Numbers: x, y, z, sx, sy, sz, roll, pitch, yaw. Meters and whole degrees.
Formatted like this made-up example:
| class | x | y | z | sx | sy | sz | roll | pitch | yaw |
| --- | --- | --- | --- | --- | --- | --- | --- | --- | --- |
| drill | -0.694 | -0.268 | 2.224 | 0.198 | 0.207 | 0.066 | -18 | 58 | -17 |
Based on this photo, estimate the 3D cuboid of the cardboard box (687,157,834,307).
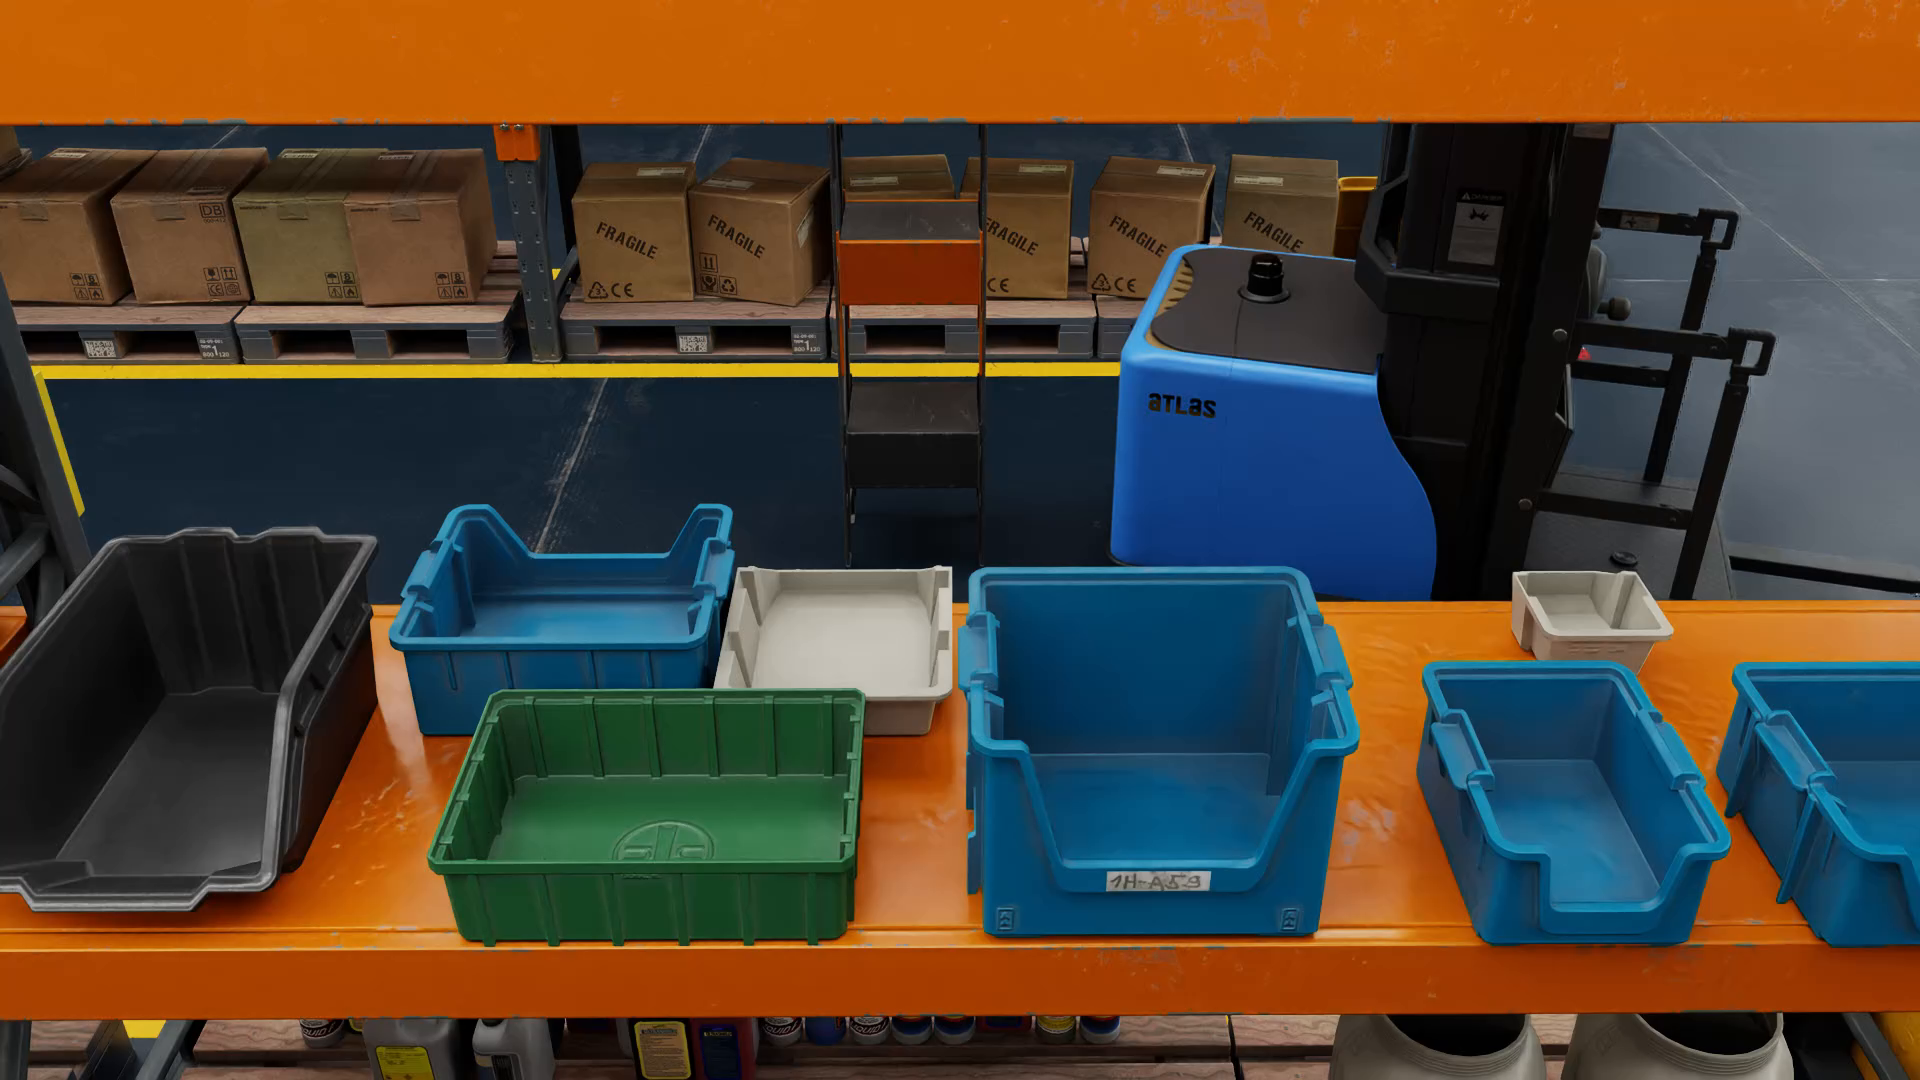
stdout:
| class | x | y | z | sx | sy | sz | roll | pitch | yaw |
| --- | --- | --- | --- | --- | --- | --- | --- | --- | --- |
| cardboard box | -0.913 | -1.439 | 7.734 | 0.500 | 0.500 | 0.500 | 10 | 33 | 15 |

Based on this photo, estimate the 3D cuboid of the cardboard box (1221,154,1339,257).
| class | x | y | z | sx | sy | sz | roll | pitch | yaw |
| --- | --- | --- | --- | --- | --- | --- | --- | --- | --- |
| cardboard box | 1.490 | -1.472 | 7.789 | 0.500 | 0.500 | 0.500 | 5 | 32 | 9 |

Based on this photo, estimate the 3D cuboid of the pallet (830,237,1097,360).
| class | x | y | z | sx | sy | sz | roll | pitch | yaw |
| --- | --- | --- | --- | --- | --- | --- | --- | --- | --- |
| pallet | 0.009 | -1.175 | 7.983 | 1.213 | 0.211 | 1.003 | 0 | 31 | 0 |

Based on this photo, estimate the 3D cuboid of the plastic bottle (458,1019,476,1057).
| class | x | y | z | sx | sy | sz | roll | pitch | yaw |
| --- | --- | --- | --- | --- | --- | --- | --- | --- | --- |
| plastic bottle | -1.214 | 1.021 | 3.806 | 0.185 | 0.351 | 0.144 | -1 | 31 | -2 |

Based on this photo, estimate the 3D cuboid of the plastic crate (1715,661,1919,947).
| class | x | y | z | sx | sy | sz | roll | pitch | yaw |
| --- | --- | --- | --- | --- | --- | --- | --- | --- | --- |
| plastic crate | 1.645 | 0.436 | 2.784 | 0.616 | 0.251 | 0.499 | 0 | 31 | 0 |

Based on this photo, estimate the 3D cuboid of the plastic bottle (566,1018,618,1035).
| class | x | y | z | sx | sy | sz | roll | pitch | yaw |
| --- | --- | --- | --- | --- | --- | --- | --- | --- | --- |
| plastic bottle | -0.859 | 1.027 | 3.861 | 0.133 | 0.283 | 0.061 | 2 | 31 | 3 |

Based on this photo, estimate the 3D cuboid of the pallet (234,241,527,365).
| class | x | y | z | sx | sy | sz | roll | pitch | yaw |
| --- | --- | --- | --- | --- | --- | --- | --- | --- | --- |
| pallet | -2.664 | -1.146 | 7.935 | 1.213 | 0.211 | 1.003 | 0 | 31 | 0 |

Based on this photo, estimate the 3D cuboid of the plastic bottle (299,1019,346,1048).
| class | x | y | z | sx | sy | sz | roll | pitch | yaw |
| --- | --- | --- | --- | --- | --- | --- | --- | --- | --- |
| plastic bottle | -1.495 | 1.073 | 3.863 | 0.097 | 0.201 | 0.097 | 0 | 31 | 0 |

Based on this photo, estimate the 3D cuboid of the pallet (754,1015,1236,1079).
| class | x | y | z | sx | sy | sz | roll | pitch | yaw |
| --- | --- | --- | --- | --- | --- | --- | --- | --- | --- |
| pallet | 0.039 | 1.434 | 3.683 | 1.213 | 0.211 | 1.003 | 0 | 31 | 0 |

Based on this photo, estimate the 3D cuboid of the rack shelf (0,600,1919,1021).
| class | x | y | z | sx | sy | sz | roll | pitch | yaw |
| --- | --- | --- | --- | --- | --- | --- | --- | --- | --- |
| rack shelf | 0.144 | 0.529 | 3.180 | 4.000 | 0.370 | 1.077 | 0 | 31 | 0 |

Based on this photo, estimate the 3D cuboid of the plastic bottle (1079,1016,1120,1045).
| class | x | y | z | sx | sy | sz | roll | pitch | yaw |
| --- | --- | --- | --- | --- | --- | --- | --- | --- | --- |
| plastic bottle | 0.329 | 1.038 | 3.854 | 0.097 | 0.271 | 0.097 | 0 | 31 | 0 |

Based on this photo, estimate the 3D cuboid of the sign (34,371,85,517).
| class | x | y | z | sx | sy | sz | roll | pitch | yaw |
| --- | --- | --- | --- | --- | --- | --- | --- | --- | --- |
| sign | -1.848 | -0.176 | 3.382 | 0.005 | 0.325 | 0.100 | 0 | 31 | 0 |

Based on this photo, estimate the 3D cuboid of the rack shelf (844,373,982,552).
| class | x | y | z | sx | sy | sz | roll | pitch | yaw |
| --- | --- | --- | --- | --- | --- | --- | --- | --- | --- |
| rack shelf | -0.166 | -0.287 | 6.075 | 0.480 | 0.518 | 0.431 | 0 | 31 | 0 |

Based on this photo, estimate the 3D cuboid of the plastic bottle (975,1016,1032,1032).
| class | x | y | z | sx | sy | sz | roll | pitch | yaw |
| --- | --- | --- | --- | --- | --- | --- | --- | --- | --- |
| plastic bottle | 0.103 | 1.024 | 3.866 | 0.133 | 0.283 | 0.061 | 0 | 31 | 1 |

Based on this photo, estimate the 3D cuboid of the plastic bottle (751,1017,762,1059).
| class | x | y | z | sx | sy | sz | roll | pitch | yaw |
| --- | --- | --- | --- | --- | --- | --- | --- | --- | --- |
| plastic bottle | -0.536 | 1.052 | 3.825 | 0.135 | 0.276 | 0.152 | 0 | 31 | 1 |

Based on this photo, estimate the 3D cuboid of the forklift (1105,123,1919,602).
| class | x | y | z | sx | sy | sz | roll | pitch | yaw |
| --- | --- | --- | --- | --- | --- | --- | --- | --- | --- |
| forklift | 2.067 | -0.952 | 4.993 | 3.031 | 2.935 | 1.130 | 9 | 32 | 14 |

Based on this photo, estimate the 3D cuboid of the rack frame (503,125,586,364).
| class | x | y | z | sx | sy | sz | roll | pitch | yaw |
| --- | --- | --- | --- | --- | --- | --- | --- | --- | --- |
| rack frame | -1.886 | -2.341 | 7.217 | 0.127 | 3.000 | 1.000 | 0 | 31 | 0 |

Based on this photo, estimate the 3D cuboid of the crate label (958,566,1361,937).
| class | x | y | z | sx | sy | sz | roll | pitch | yaw |
| --- | --- | --- | --- | --- | --- | --- | --- | --- | --- |
| crate label | 0.305 | 0.346 | 2.754 | 0.616 | 0.435 | 0.502 | 0 | 31 | 0 |

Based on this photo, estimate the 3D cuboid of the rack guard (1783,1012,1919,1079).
| class | x | y | z | sx | sy | sz | roll | pitch | yaw |
| --- | --- | --- | --- | --- | --- | --- | --- | --- | --- |
| rack guard | 2.068 | 1.308 | 3.611 | 0.348 | 0.500 | 1.175 | 0 | 31 | 0 |

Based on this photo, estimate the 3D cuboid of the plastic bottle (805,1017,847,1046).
| class | x | y | z | sx | sy | sz | roll | pitch | yaw |
| --- | --- | --- | --- | --- | --- | --- | --- | --- | --- |
| plastic bottle | -0.316 | 1.040 | 3.851 | 0.097 | 0.271 | 0.097 | 0 | 31 | 0 |

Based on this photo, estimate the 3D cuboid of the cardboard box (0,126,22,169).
| class | x | y | z | sx | sy | sz | roll | pitch | yaw |
| --- | --- | --- | --- | --- | --- | --- | --- | --- | --- |
| cardboard box | -4.686 | -1.794 | 7.577 | 0.500 | 0.250 | 0.500 | 3 | 31 | 5 |

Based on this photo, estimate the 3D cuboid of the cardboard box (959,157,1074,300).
| class | x | y | z | sx | sy | sz | roll | pitch | yaw |
| --- | --- | --- | --- | --- | --- | --- | --- | --- | --- |
| cardboard box | 0.266 | -1.460 | 7.769 | 0.500 | 0.500 | 0.500 | 3 | 31 | 4 |

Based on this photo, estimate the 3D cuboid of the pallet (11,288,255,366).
| class | x | y | z | sx | sy | sz | roll | pitch | yaw |
| --- | --- | --- | --- | --- | --- | --- | --- | --- | --- |
| pallet | -3.887 | -1.141 | 7.927 | 1.213 | 0.211 | 1.003 | 0 | 31 | 0 |

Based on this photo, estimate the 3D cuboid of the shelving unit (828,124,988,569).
| class | x | y | z | sx | sy | sz | roll | pitch | yaw |
| --- | --- | --- | --- | --- | --- | --- | --- | --- | --- |
| shelving unit | -0.166 | -0.897 | 5.704 | 0.503 | 2.100 | 0.431 | 0 | 31 | 0 |

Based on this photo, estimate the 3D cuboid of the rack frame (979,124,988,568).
| class | x | y | z | sx | sy | sz | roll | pitch | yaw |
| --- | --- | --- | --- | --- | --- | --- | --- | --- | --- |
| rack frame | 0.078 | -0.898 | 5.706 | 0.015 | 2.100 | 0.400 | 0 | 31 | 0 |

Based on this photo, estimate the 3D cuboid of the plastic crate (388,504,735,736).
| class | x | y | z | sx | sy | sz | roll | pitch | yaw |
| --- | --- | --- | --- | --- | --- | --- | --- | --- | --- |
| plastic crate | -0.751 | 0.147 | 3.259 | 0.616 | 0.251 | 0.499 | 0 | 31 | 0 |

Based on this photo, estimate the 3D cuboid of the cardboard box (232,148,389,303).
| class | x | y | z | sx | sy | sz | roll | pitch | yaw |
| --- | --- | --- | --- | --- | --- | --- | --- | --- | --- |
| cardboard box | -2.977 | -1.478 | 7.781 | 0.500 | 0.500 | 0.700 | 0 | 31 | -1 |

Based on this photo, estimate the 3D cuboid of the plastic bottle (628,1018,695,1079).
| class | x | y | z | sx | sy | sz | roll | pitch | yaw |
| --- | --- | --- | --- | --- | --- | --- | --- | --- | --- |
| plastic bottle | -0.672 | 1.101 | 3.738 | 0.133 | 0.283 | 0.061 | 0 | 31 | 0 |

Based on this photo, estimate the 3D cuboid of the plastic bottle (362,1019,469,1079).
| class | x | y | z | sx | sy | sz | roll | pitch | yaw |
| --- | --- | --- | --- | --- | --- | --- | --- | --- | --- |
| plastic bottle | -1.213 | 1.095 | 3.682 | 0.185 | 0.351 | 0.144 | 0 | 31 | 0 |

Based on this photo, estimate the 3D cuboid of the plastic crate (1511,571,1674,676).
| class | x | y | z | sx | sy | sz | roll | pitch | yaw |
| --- | --- | --- | --- | --- | --- | --- | --- | --- | --- |
| plastic crate | 1.247 | 0.164 | 3.342 | 0.250 | 0.136 | 0.298 | 0 | 31 | 0 |

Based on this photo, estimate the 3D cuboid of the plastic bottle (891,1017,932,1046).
| class | x | y | z | sx | sy | sz | roll | pitch | yaw |
| --- | --- | --- | --- | --- | --- | --- | --- | --- | --- |
| plastic bottle | -0.114 | 1.039 | 3.852 | 0.097 | 0.271 | 0.097 | 0 | 31 | 0 |

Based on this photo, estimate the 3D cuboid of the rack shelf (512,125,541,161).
| class | x | y | z | sx | sy | sz | roll | pitch | yaw |
| --- | --- | --- | --- | --- | --- | --- | --- | --- | --- |
| rack shelf | 0.114 | -2.040 | 7.414 | 4.000 | 0.370 | 1.077 | 0 | 31 | 0 |

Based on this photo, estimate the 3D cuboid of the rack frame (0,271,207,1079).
| class | x | y | z | sx | sy | sz | roll | pitch | yaw |
| --- | --- | --- | --- | --- | --- | --- | --- | --- | --- |
| rack frame | -1.856 | 0.228 | 2.983 | 0.127 | 3.000 | 1.000 | 0 | 31 | 0 |

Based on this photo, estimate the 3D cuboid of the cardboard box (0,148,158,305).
| class | x | y | z | sx | sy | sz | roll | pitch | yaw |
| --- | --- | --- | --- | --- | --- | --- | --- | --- | --- |
| cardboard box | -4.094 | -1.475 | 7.774 | 0.500 | 0.500 | 0.700 | 2 | 31 | 4 |

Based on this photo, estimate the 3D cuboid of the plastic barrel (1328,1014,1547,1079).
| class | x | y | z | sx | sy | sz | roll | pitch | yaw |
| --- | --- | --- | --- | --- | --- | --- | --- | --- | --- |
| plastic barrel | 0.985 | 1.143 | 3.469 | 0.421 | 0.512 | 0.421 | 0 | 31 | 0 |
